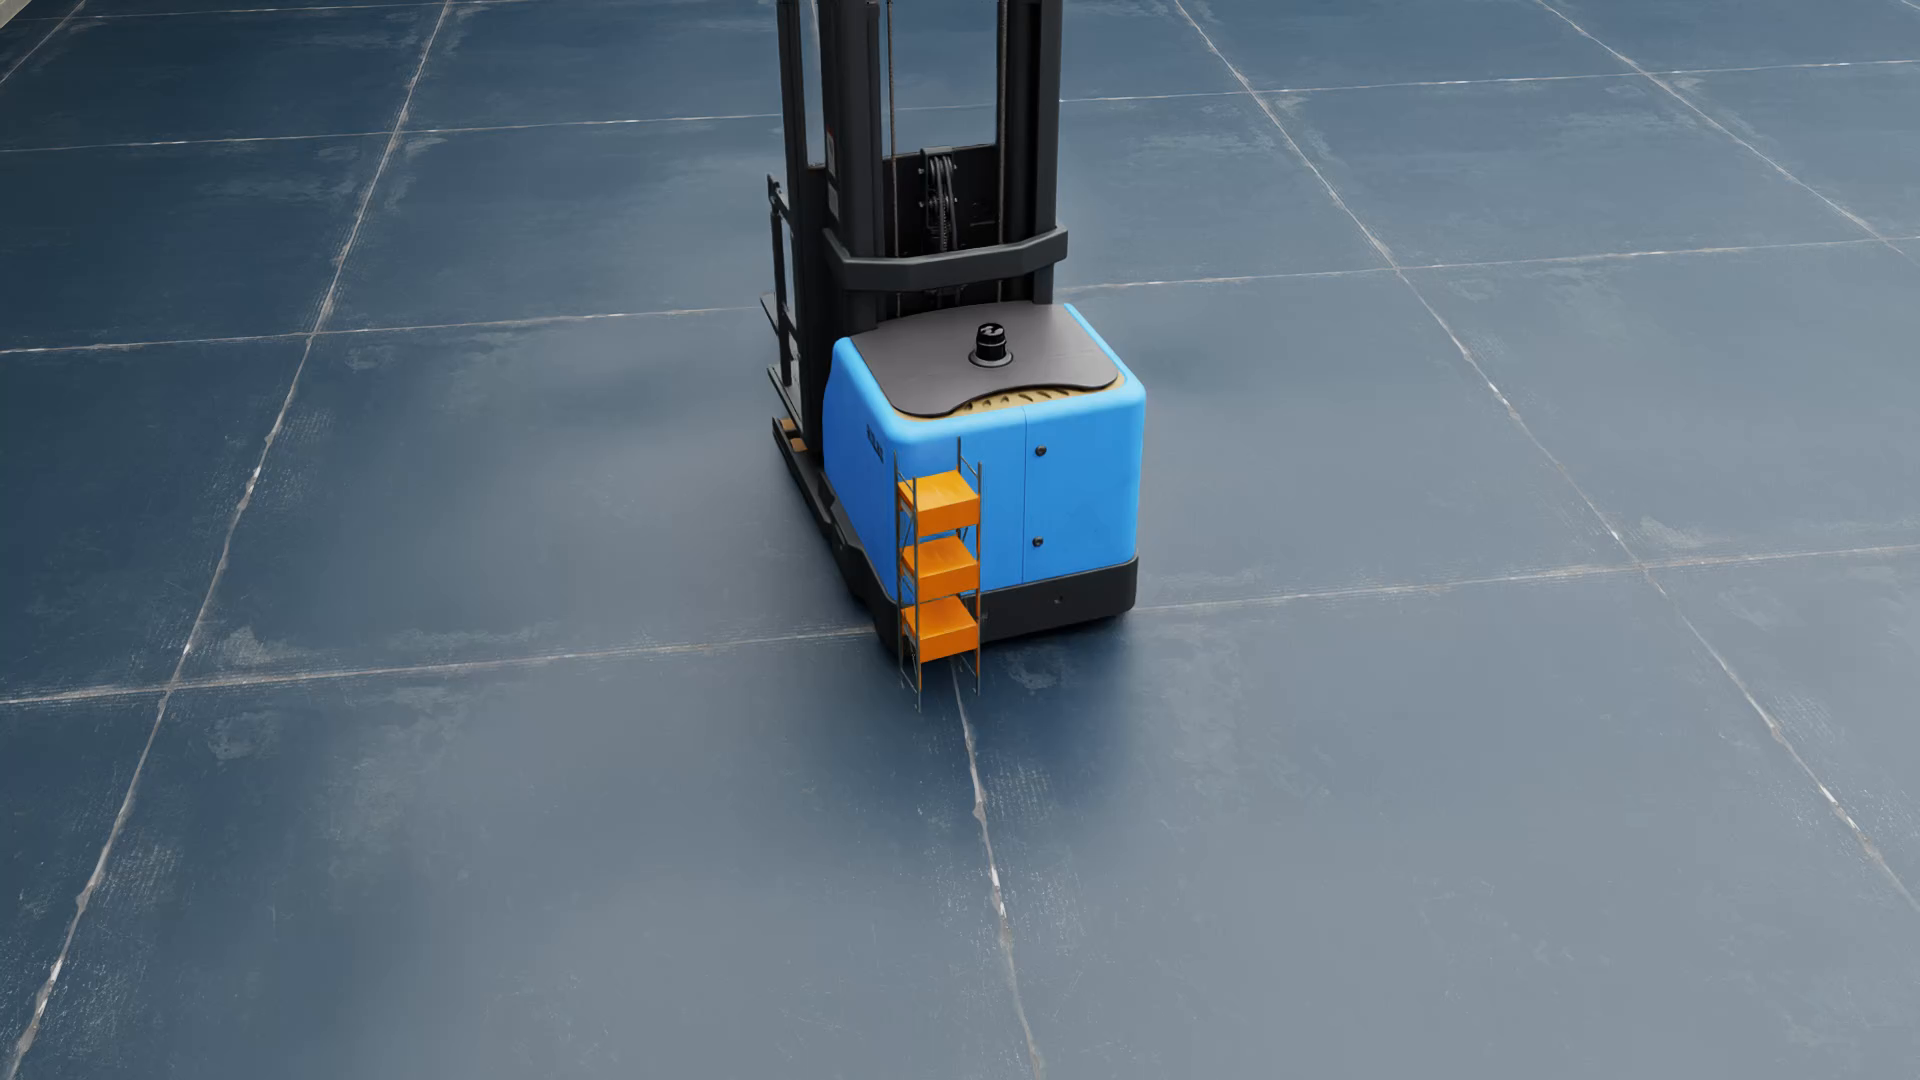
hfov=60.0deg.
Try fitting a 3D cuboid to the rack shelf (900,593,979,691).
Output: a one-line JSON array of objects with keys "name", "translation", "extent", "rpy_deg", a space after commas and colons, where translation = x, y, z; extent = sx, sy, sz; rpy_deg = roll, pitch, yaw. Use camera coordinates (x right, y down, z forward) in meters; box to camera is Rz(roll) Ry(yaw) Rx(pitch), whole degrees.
[{"name": "rack shelf", "translation": [-0.080, 0.379, 6.273], "extent": [0.240, 0.259, 0.215], "rpy_deg": [-13, 37, -19]}]

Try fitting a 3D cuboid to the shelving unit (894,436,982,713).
[{"name": "shelving unit", "translation": [-0.080, 0.141, 6.110], "extent": [0.252, 1.050, 0.215], "rpy_deg": [-13, 37, -19]}]

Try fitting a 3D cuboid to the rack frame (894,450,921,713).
[{"name": "rack frame", "translation": [-0.192, 0.168, 6.071], "extent": [0.008, 1.050, 0.200], "rpy_deg": [-13, 37, -19]}]

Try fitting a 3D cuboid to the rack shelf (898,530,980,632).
[{"name": "rack shelf", "translation": [-0.080, 0.150, 6.116], "extent": [0.240, 0.259, 0.215], "rpy_deg": [-13, 37, -19]}]

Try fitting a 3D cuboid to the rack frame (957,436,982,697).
[{"name": "rack frame", "translation": [0.033, 0.114, 6.150], "extent": [0.008, 1.050, 0.200], "rpy_deg": [-13, 37, -19]}]

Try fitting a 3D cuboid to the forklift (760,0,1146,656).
[{"name": "forklift", "translation": [-0.244, -1.585, 6.973], "extent": [1.130, 2.935, 3.031], "rpy_deg": [-11, 36, -15]}]

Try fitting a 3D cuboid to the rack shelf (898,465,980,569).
[{"name": "rack shelf", "translation": [-0.079, -0.084, 5.956], "extent": [0.240, 0.259, 0.215], "rpy_deg": [-13, 37, -19]}]
